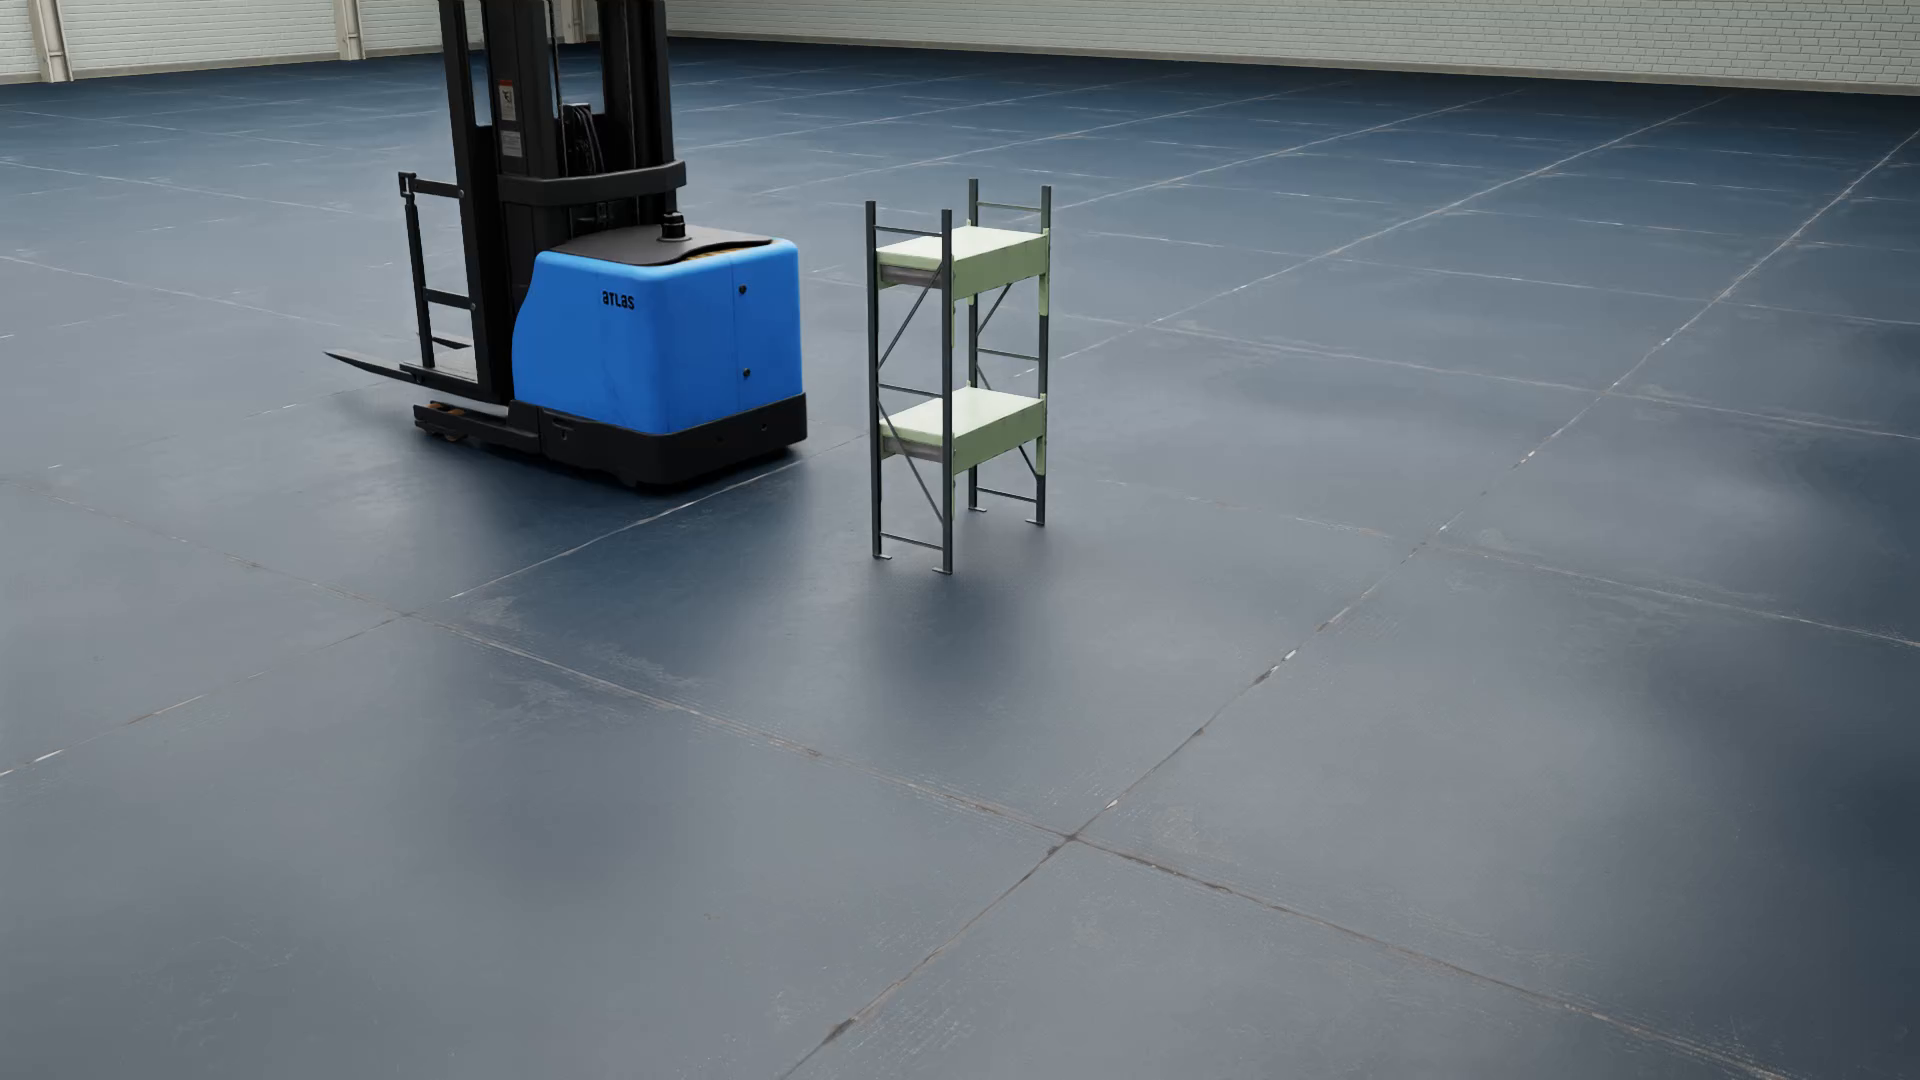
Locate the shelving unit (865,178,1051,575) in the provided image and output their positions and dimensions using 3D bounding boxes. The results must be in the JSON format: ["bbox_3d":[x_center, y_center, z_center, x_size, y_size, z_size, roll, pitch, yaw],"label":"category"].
[{"bbox_3d":[0.004,-0.705,7.010,0.431,1.500,0.755,13,24,32],"label":"shelving unit"}]

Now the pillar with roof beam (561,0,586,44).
[{"bbox_3d":[-5.213,-14.716,34.077,9.100,9.000,0.400,13,24,32],"label":"pillar with roof beam"}]

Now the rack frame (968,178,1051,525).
[{"bbox_3d":[0.209,-0.810,7.294,0.400,1.500,0.023,13,24,32],"label":"rack frame"}]

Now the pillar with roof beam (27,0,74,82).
[{"bbox_3d":[-11.959,-11.273,24.769,9.100,9.000,0.400,13,24,32],"label":"pillar with roof beam"}]

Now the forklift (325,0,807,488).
[{"bbox_3d":[-2.252,-2.016,8.491,3.031,2.935,1.130,15,25,35],"label":"forklift"}]

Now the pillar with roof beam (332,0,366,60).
[{"bbox_3d":[-8.586,-12.994,29.423,9.100,9.000,0.400,13,24,32],"label":"pillar with roof beam"}]

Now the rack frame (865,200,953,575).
[{"bbox_3d":[-0.202,-0.600,6.726,0.400,1.500,0.023,13,24,32],"label":"rack frame"}]

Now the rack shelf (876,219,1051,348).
[{"bbox_3d":[0.004,-1.071,6.875,0.431,0.370,0.720,13,24,32],"label":"rack shelf"}]

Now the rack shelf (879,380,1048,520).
[{"bbox_3d":[0.004,-0.400,7.123,0.431,0.370,0.720,13,24,32],"label":"rack shelf"}]
